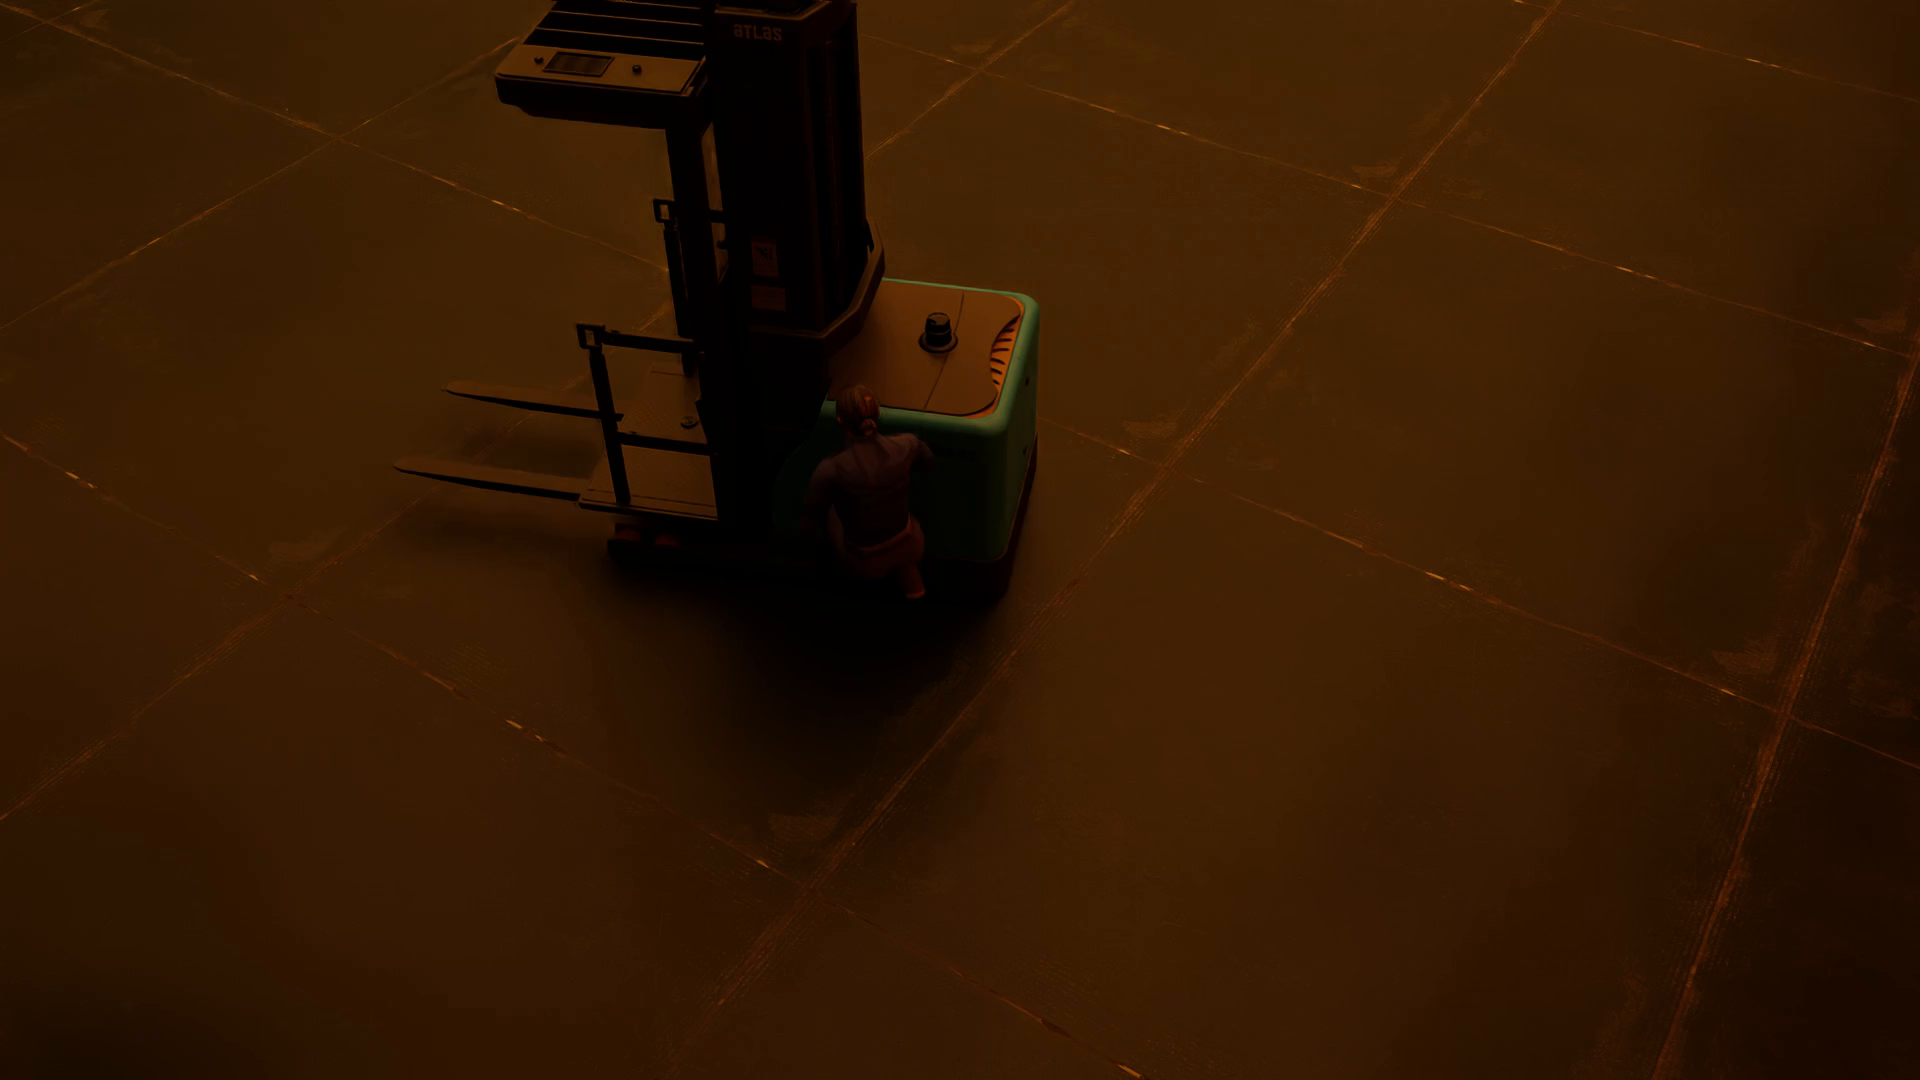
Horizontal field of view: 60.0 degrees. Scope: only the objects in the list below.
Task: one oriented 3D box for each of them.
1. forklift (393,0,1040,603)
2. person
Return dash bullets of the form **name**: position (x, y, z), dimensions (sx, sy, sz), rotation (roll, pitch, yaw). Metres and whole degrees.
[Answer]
- **forklift**: position (-1.191, -1.280, 7.199), dimensions (3.031, 2.935, 1.130), rotation (8, 44, 8)
- **person**: position (-0.452, -0.168, 7.142), dimensions (0.720, 1.450, 0.801), rotation (-22, 48, -21)
